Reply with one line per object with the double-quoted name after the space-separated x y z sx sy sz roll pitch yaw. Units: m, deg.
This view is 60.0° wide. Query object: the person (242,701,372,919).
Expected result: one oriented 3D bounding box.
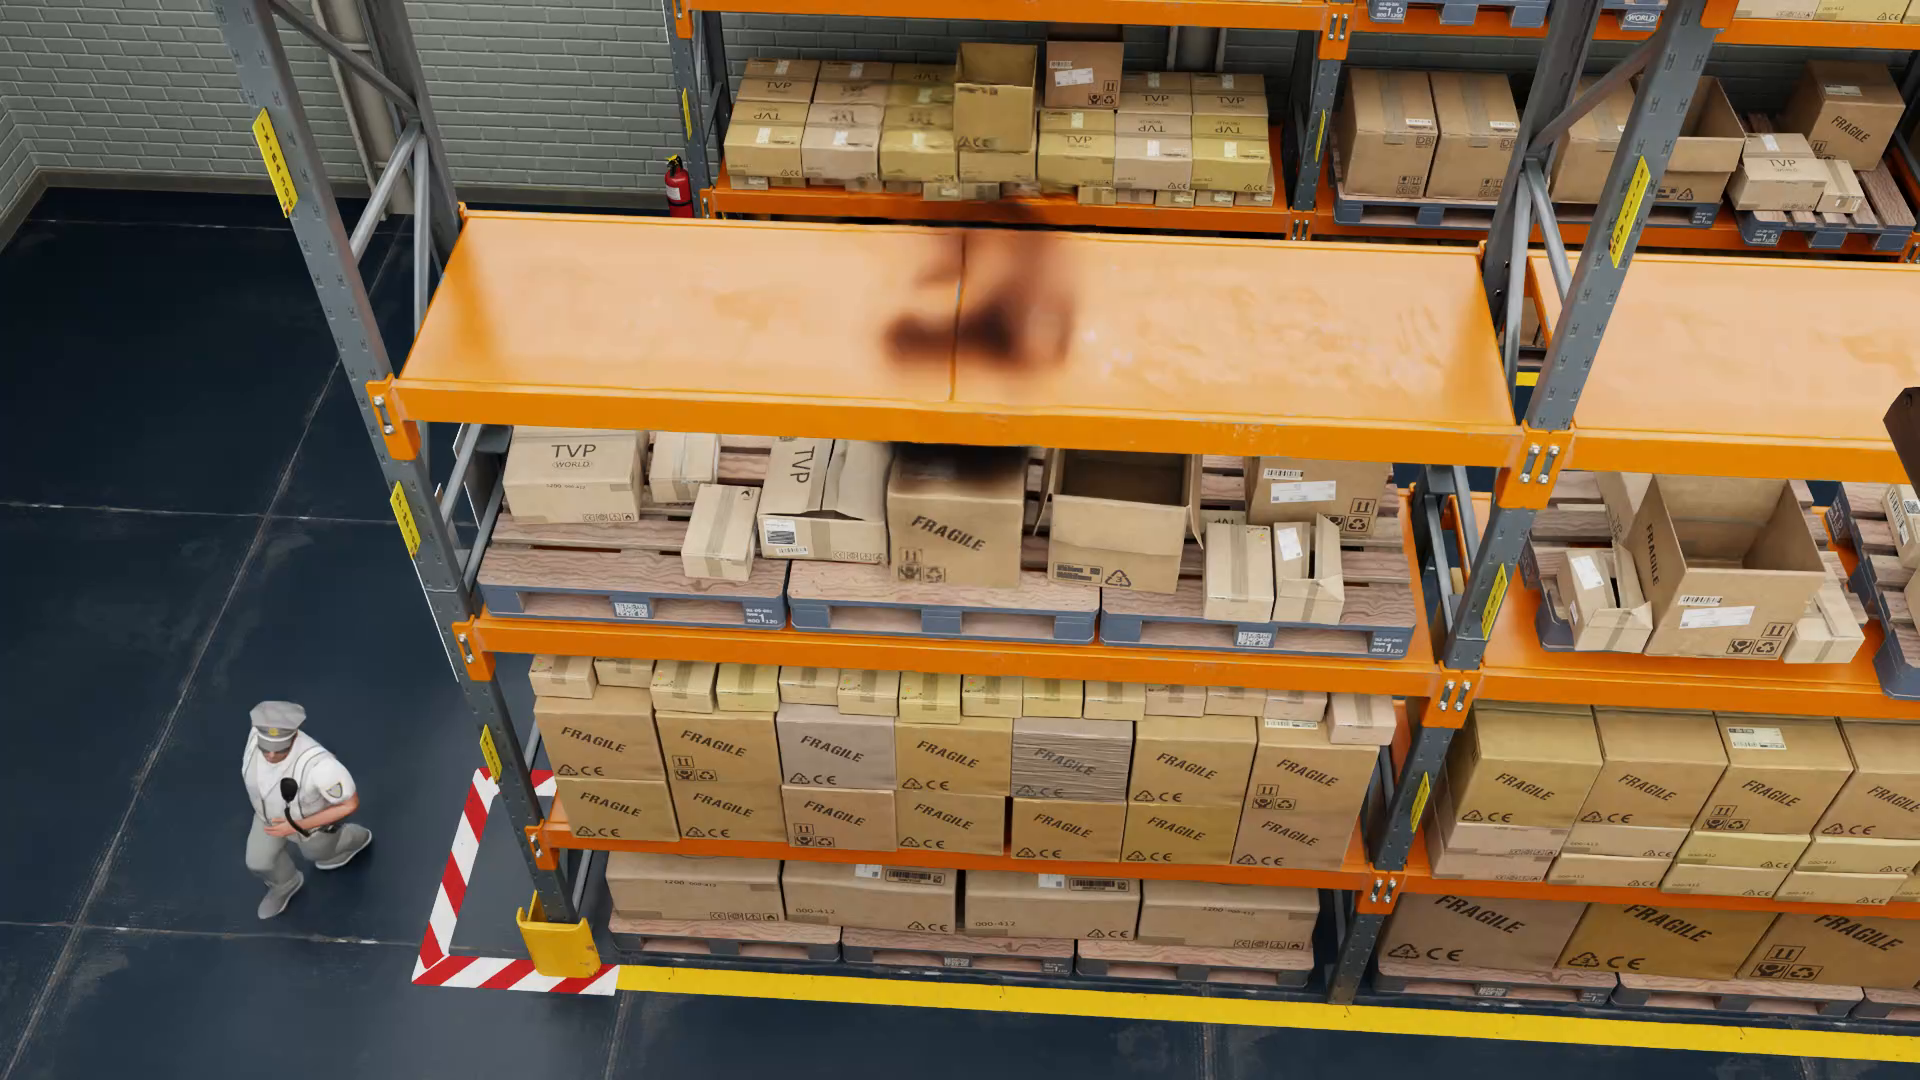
-3.300 1.348 8.367 0.801 1.715 0.657 20 51 18 "person"
